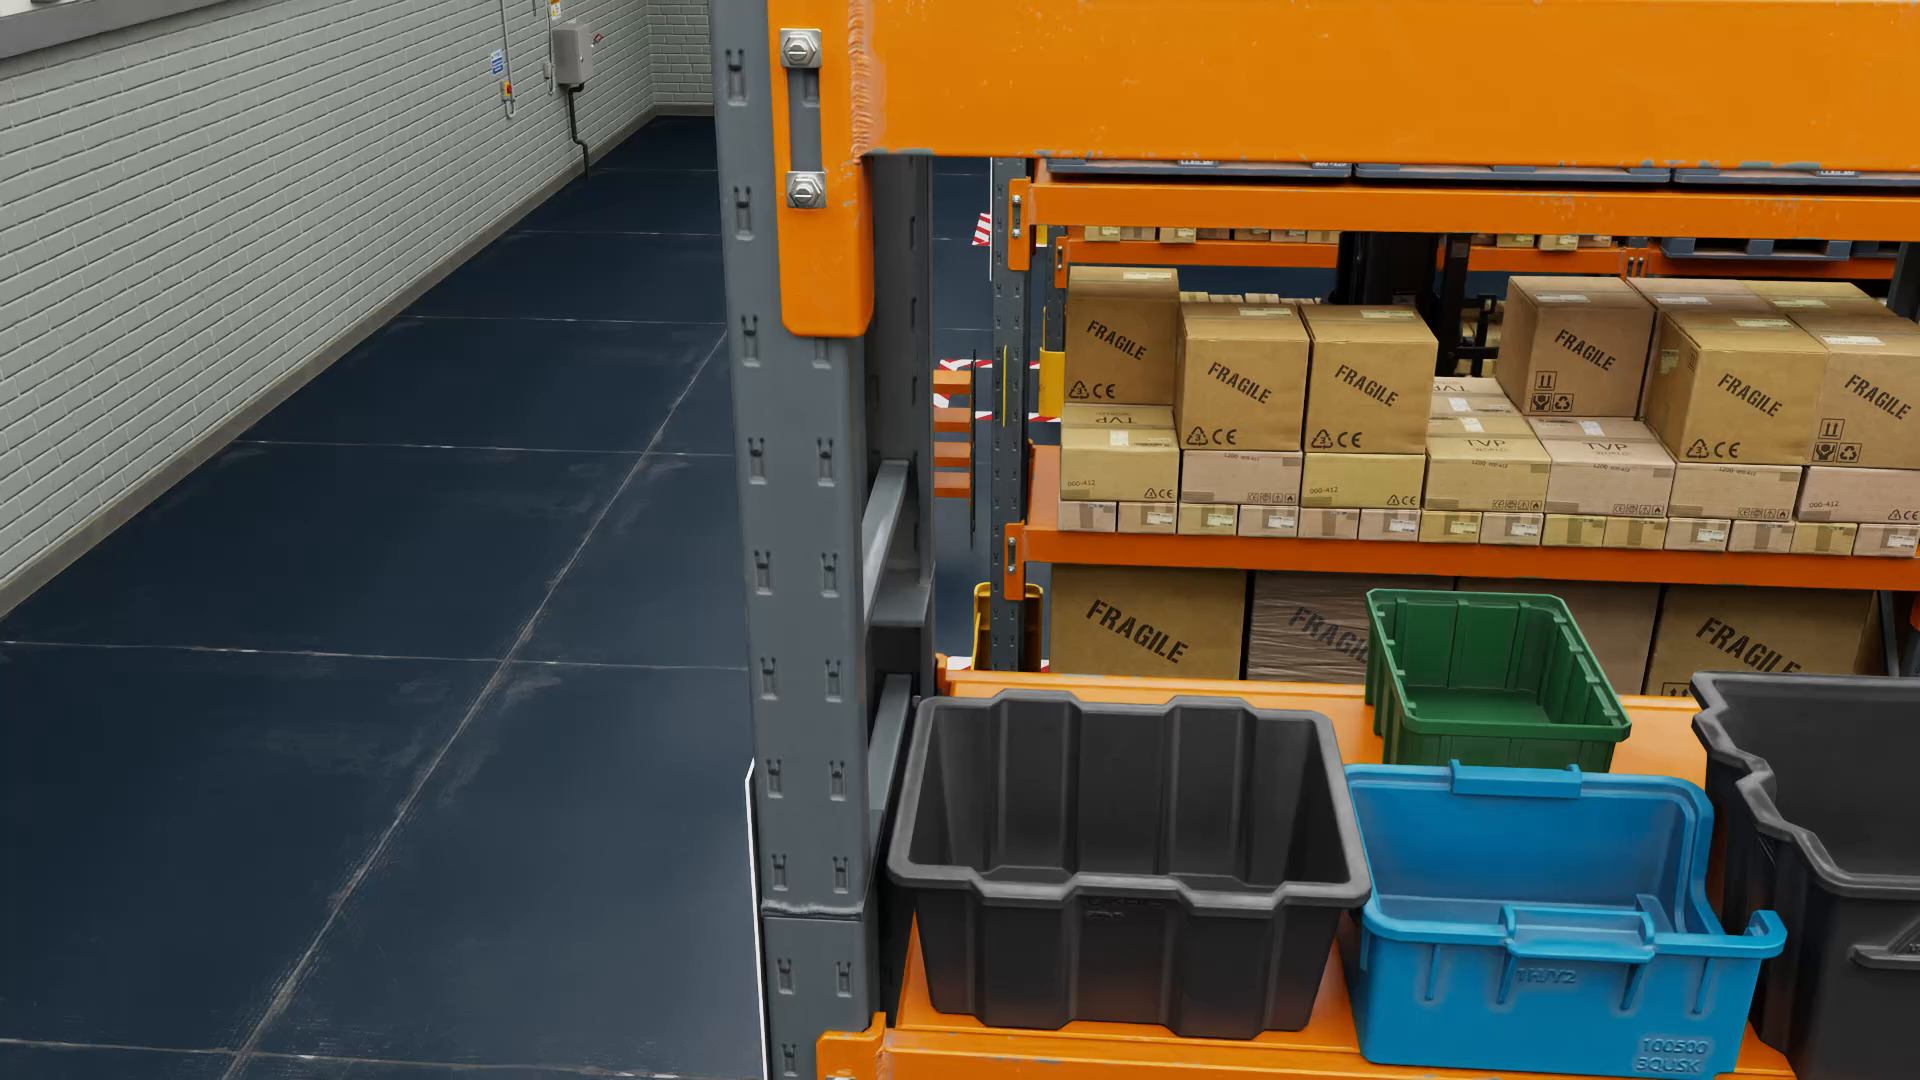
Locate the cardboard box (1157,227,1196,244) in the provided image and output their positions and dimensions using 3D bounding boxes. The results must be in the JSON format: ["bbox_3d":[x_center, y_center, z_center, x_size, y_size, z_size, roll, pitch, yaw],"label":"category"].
[{"bbox_3d":[1.534,-2.222,11.792,0.250,0.149,0.380,1,25,2],"label":"cardboard box"}]

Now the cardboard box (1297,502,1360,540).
[{"bbox_3d":[1.588,-0.146,7.280,0.250,0.149,0.380,1,25,3],"label":"cardboard box"}]

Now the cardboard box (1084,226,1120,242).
[{"bbox_3d":[1.013,-2.244,11.839,0.250,0.149,0.380,2,25,4],"label":"cardboard box"}]

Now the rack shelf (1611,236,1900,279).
[{"bbox_3d":[6.697,-1.987,11.840,4.000,0.370,1.077,2,25,4],"label":"rack shelf"}]

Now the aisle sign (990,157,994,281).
[{"bbox_3d":[0.140,-1.500,6.811,0.004,0.787,0.394,2,25,4],"label":"aisle sign"}]

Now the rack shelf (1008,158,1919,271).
[{"bbox_3d":[2.229,-1.413,7.005,4.000,0.370,1.077,2,25,4],"label":"rack shelf"}]

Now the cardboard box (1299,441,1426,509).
[{"bbox_3d":[1.712,-0.349,7.244,0.500,0.250,0.500,1,25,2],"label":"cardboard box"}]

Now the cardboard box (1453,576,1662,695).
[{"bbox_3d":[2.673,0.378,7.880,0.875,0.875,0.875,2,25,4],"label":"cardboard box"}]

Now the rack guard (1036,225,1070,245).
[{"bbox_3d":[0.969,-3.437,17.121,0.348,0.500,1.175,2,25,4],"label":"rack guard"}]

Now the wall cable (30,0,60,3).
[{"bbox_3d":[-5.140,-6.246,9.209,0.120,5.999,2.277,2,25,4],"label":"wall cable"}]

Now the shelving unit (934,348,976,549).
[{"bbox_3d":[-0.165,-0.550,10.011,0.503,1.200,0.258,2,25,4],"label":"shelving unit"}]

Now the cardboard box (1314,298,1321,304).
[{"bbox_3d":[2.819,-1.701,12.555,0.250,0.149,0.380,2,25,4],"label":"cardboard box"}]

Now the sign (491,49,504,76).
[{"bbox_3d":[-4.696,-4.847,16.872,0.001,0.218,0.327,2,25,4],"label":"sign"}]

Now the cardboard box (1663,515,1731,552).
[{"bbox_3d":[3.125,-0.097,7.173,0.250,0.149,0.380,2,25,5],"label":"cardboard box"}]

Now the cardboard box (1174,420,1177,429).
[{"bbox_3d":[1.244,-0.587,7.761,0.500,0.250,0.500,1,25,3],"label":"cardboard box"}]

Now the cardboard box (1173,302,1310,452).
[{"bbox_3d":[1.191,-0.705,7.121,0.500,0.500,0.500,1,25,3],"label":"cardboard box"}]

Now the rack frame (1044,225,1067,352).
[{"bbox_3d":[0.715,-2.505,12.106,0.127,3.000,1.000,2,25,4],"label":"rack frame"}]

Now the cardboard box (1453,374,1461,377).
[{"bbox_3d":[3.512,-1.227,12.237,0.250,0.149,0.380,1,25,3],"label":"cardboard box"}]

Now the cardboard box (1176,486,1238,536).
[{"bbox_3d":[1.074,-0.163,7.316,0.250,0.149,0.380,1,25,3],"label":"cardboard box"}]

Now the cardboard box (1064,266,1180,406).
[{"bbox_3d":[0.740,-0.943,7.637,0.500,0.500,0.500,2,25,5],"label":"cardboard box"}]

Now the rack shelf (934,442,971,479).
[{"bbox_3d":[-0.165,-0.489,10.039,0.480,0.148,0.258,2,25,4],"label":"rack shelf"}]

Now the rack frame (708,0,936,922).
[{"bbox_3d":[-0.145,-1.102,1.881,0.127,3.000,1.000,2,25,4],"label":"rack frame"}]

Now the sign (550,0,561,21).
[{"bbox_3d":[-4.535,-5.972,18.652,0.001,0.242,0.339,2,25,4],"label":"sign"}]

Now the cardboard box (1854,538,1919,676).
[{"bbox_3d":[4.862,0.473,7.673,0.875,0.875,1.225,2,25,4],"label":"cardboard box"}]

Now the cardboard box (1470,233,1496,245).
[{"bbox_3d":[3.622,-2.208,11.761,0.250,0.149,0.380,1,25,3],"label":"cardboard box"}]

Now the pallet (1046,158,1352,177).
[{"bbox_3d":[0.975,-1.744,6.970,1.213,0.211,1.003,2,25,4],"label":"pallet"}]

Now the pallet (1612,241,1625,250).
[{"bbox_3d":[6.976,-3.146,16.834,1.213,0.211,1.003,2,25,4],"label":"pallet"}]

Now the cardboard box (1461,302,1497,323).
[{"bbox_3d":[3.849,-1.662,12.469,0.250,0.149,0.380,2,25,3],"label":"cardboard box"}]

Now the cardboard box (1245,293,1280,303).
[{"bbox_3d":[2.302,-1.753,12.667,0.250,0.149,0.380,3,25,6],"label":"cardboard box"}]

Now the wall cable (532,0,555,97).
[{"bbox_3d":[-4.534,-5.795,18.041,0.122,1.984,0.588,2,25,4],"label":"wall cable"}]

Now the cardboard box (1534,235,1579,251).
[{"bbox_3d":[4.135,-2.138,11.608,0.250,0.149,0.380,1,25,3],"label":"cardboard box"}]

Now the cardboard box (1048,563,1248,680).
[{"bbox_3d":[0.879,0.320,8.005,0.875,0.875,0.875,2,25,4],"label":"cardboard box"}]

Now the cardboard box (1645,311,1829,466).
[{"bbox_3d":[3.245,-0.642,6.983,0.500,0.500,0.500,2,25,5],"label":"cardboard box"}]

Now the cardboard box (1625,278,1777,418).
[{"bbox_3d":[3.274,-0.862,7.461,0.500,0.500,0.500,2,25,4],"label":"cardboard box"}]

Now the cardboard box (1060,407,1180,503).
[{"bbox_3d":[0.692,-0.380,7.312,0.500,0.250,0.500,1,25,3],"label":"cardboard box"}]

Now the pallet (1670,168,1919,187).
[{"bbox_3d":[3.408,-1.666,6.801,1.213,0.211,1.003,2,25,4],"label":"pallet"}]

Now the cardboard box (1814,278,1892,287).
[{"bbox_3d":[6.505,-1.822,12.212,0.500,0.250,0.500,1,25,2],"label":"cardboard box"}]

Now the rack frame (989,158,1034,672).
[{"bbox_3d":[0.234,-0.441,7.621,0.127,3.000,1.000,2,25,4],"label":"rack frame"}]

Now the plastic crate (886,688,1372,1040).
[{"bbox_3d":[0.218,0.448,2.256,0.590,0.269,0.497,2,25,4],"label":"plastic crate"}]

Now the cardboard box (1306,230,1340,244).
[{"bbox_3d":[2.572,-2.216,11.777,0.250,0.149,0.380,3,25,6],"label":"cardboard box"}]

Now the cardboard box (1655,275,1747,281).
[{"bbox_3d":[5.465,-1.855,12.283,0.500,0.250,0.500,1,25,3],"label":"cardboard box"}]

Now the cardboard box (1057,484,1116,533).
[{"bbox_3d":[0.563,-0.178,7.350,0.250,0.149,0.380,2,25,5],"label":"cardboard box"}]

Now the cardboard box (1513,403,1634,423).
[{"bbox_3d":[2.762,-0.537,7.652,0.500,0.250,0.500,2,25,5],"label":"cardboard box"}]

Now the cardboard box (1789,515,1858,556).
[{"bbox_3d":[3.636,-0.081,7.137,0.250,0.149,0.380,2,25,5],"label":"cardboard box"}]

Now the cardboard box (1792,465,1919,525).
[{"bbox_3d":[3.762,-0.285,7.105,0.500,0.250,0.500,1,25,3],"label":"cardboard box"}]

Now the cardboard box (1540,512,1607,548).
[{"bbox_3d":[2.612,-0.113,7.209,0.250,0.149,0.380,1,25,3],"label":"cardboard box"}]

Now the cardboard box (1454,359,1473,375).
[{"bbox_3d":[3.583,-1.339,12.125,0.250,0.149,0.380,2,25,4],"label":"cardboard box"}]

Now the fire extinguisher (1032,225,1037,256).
[{"bbox_3d":[0.499,-2.501,12.636,0.183,0.674,0.296,2,25,4],"label":"fire extinguisher"}]

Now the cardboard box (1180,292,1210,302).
[{"bbox_3d":[1.776,-1.773,12.710,0.250,0.149,0.380,1,25,3],"label":"cardboard box"}]

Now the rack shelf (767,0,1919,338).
[{"bbox_3d":[1.849,-0.530,1.975,4.000,0.370,1.077,2,25,4],"label":"rack shelf"}]

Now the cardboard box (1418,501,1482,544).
[{"bbox_3d":[2.097,-0.130,7.244,0.250,0.149,0.380,1,25,3],"label":"cardboard box"}]

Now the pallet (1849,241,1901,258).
[{"bbox_3d":[6.714,-2.209,11.691,1.213,0.211,1.003,2,25,4],"label":"pallet"}]

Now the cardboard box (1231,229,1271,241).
[{"bbox_3d":[2.071,-2.252,11.857,0.250,0.149,0.380,2,25,3],"label":"cardboard box"}]

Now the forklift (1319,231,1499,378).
[{"bbox_3d":[3.005,-1.417,9.823,3.031,2.935,1.130,0,25,0],"label":"forklift"}]

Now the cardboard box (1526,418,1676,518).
[{"bbox_3d":[2.737,-0.317,7.174,0.500,0.250,0.500,2,25,5],"label":"cardboard box"}]

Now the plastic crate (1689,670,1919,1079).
[{"bbox_3d":[1.357,0.452,2.165,0.767,0.338,0.504,2,25,4],"label":"plastic crate"}]

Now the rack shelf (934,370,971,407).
[{"bbox_3d":[-0.165,-0.907,9.846,0.480,0.148,0.258,2,25,4],"label":"rack shelf"}]

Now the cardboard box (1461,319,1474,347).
[{"bbox_3d":[3.569,-1.484,12.082,0.250,0.149,0.380,3,25,6],"label":"cardboard box"}]
